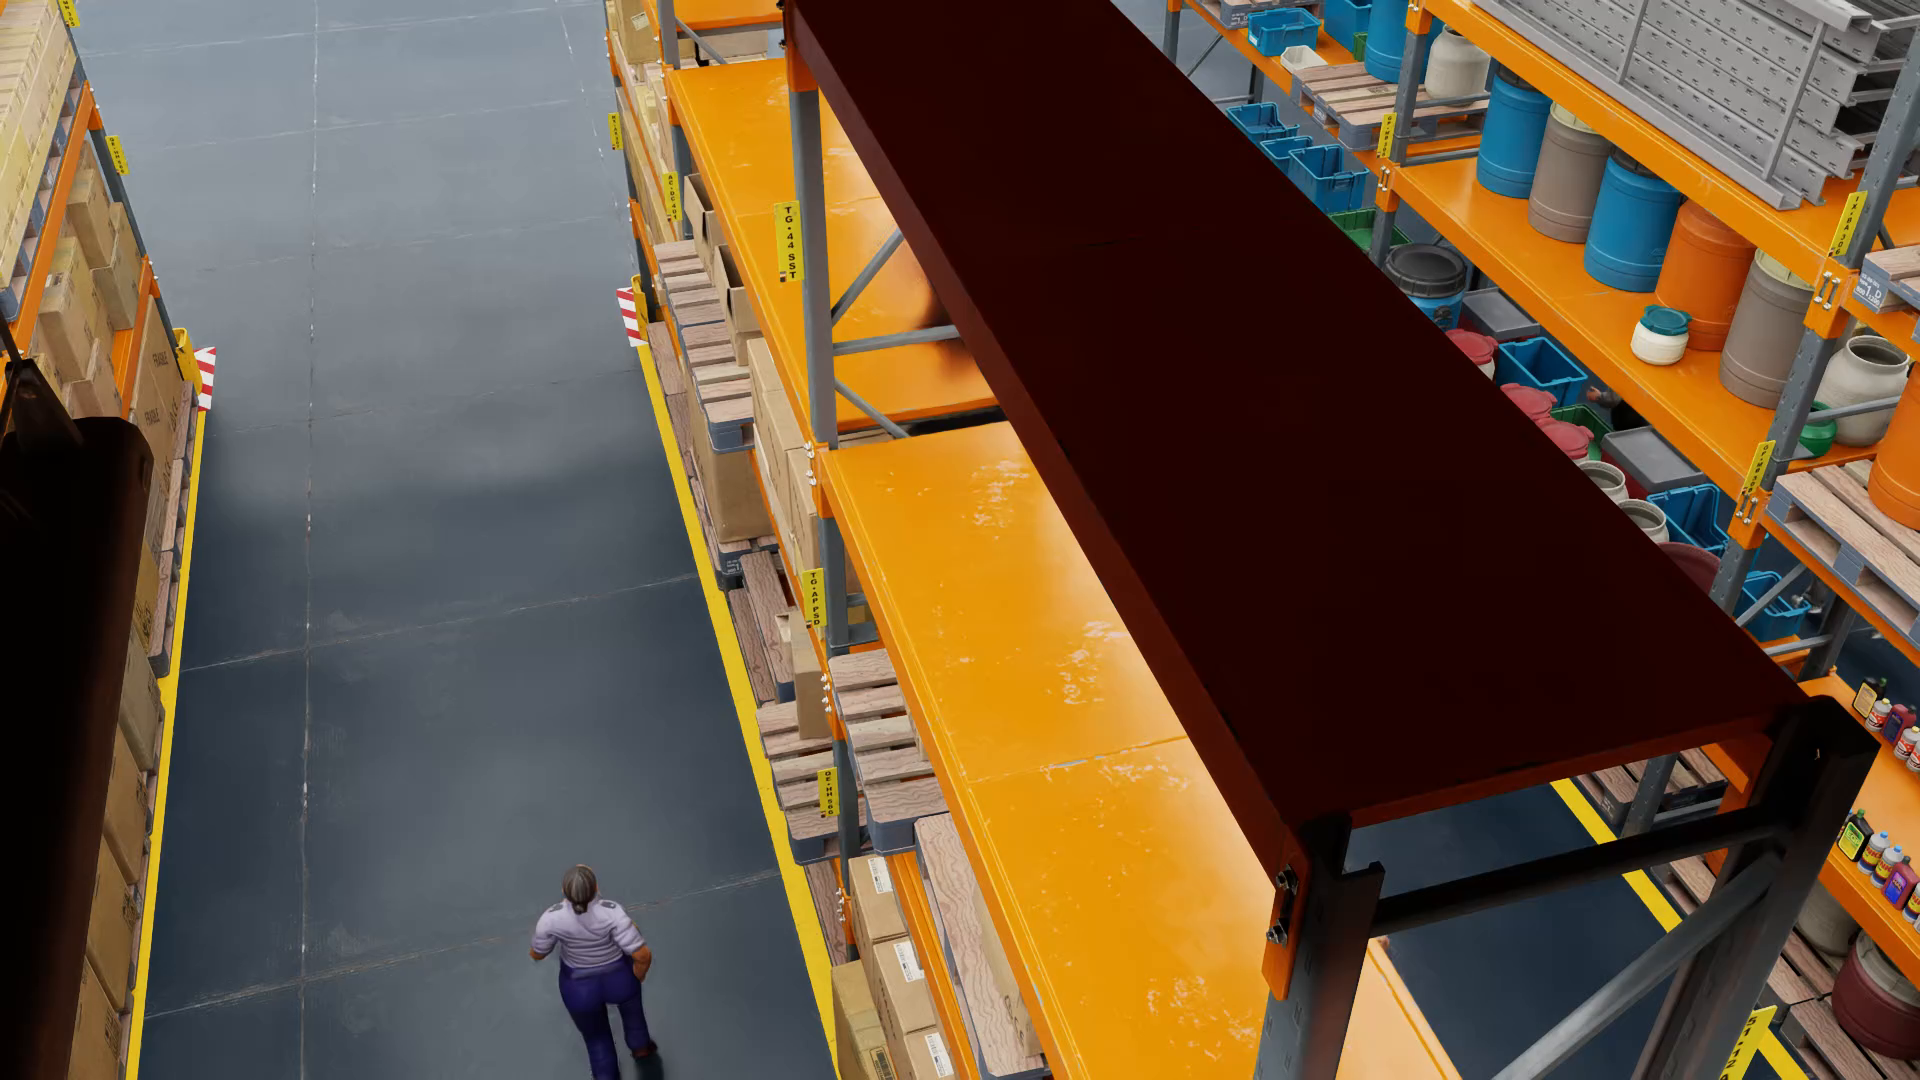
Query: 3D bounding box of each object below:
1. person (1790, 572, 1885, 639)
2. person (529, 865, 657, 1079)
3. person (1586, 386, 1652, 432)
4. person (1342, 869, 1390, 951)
[{"bbox_3d":[6.270,0.067,11.544,0.550,1.552,0.826,-20,43,-24],"label":"person"},{"bbox_3d":[-1.884,2.291,8.635,0.589,1.682,0.711,-11,40,-14],"label":"person"},{"bbox_3d":[5.095,-0.816,12.550,0.698,1.643,0.904,-22,44,-26],"label":"person"},{"bbox_3d":[1.827,2.236,8.661,0.540,1.686,0.698,-15,41,-18],"label":"person"}]
